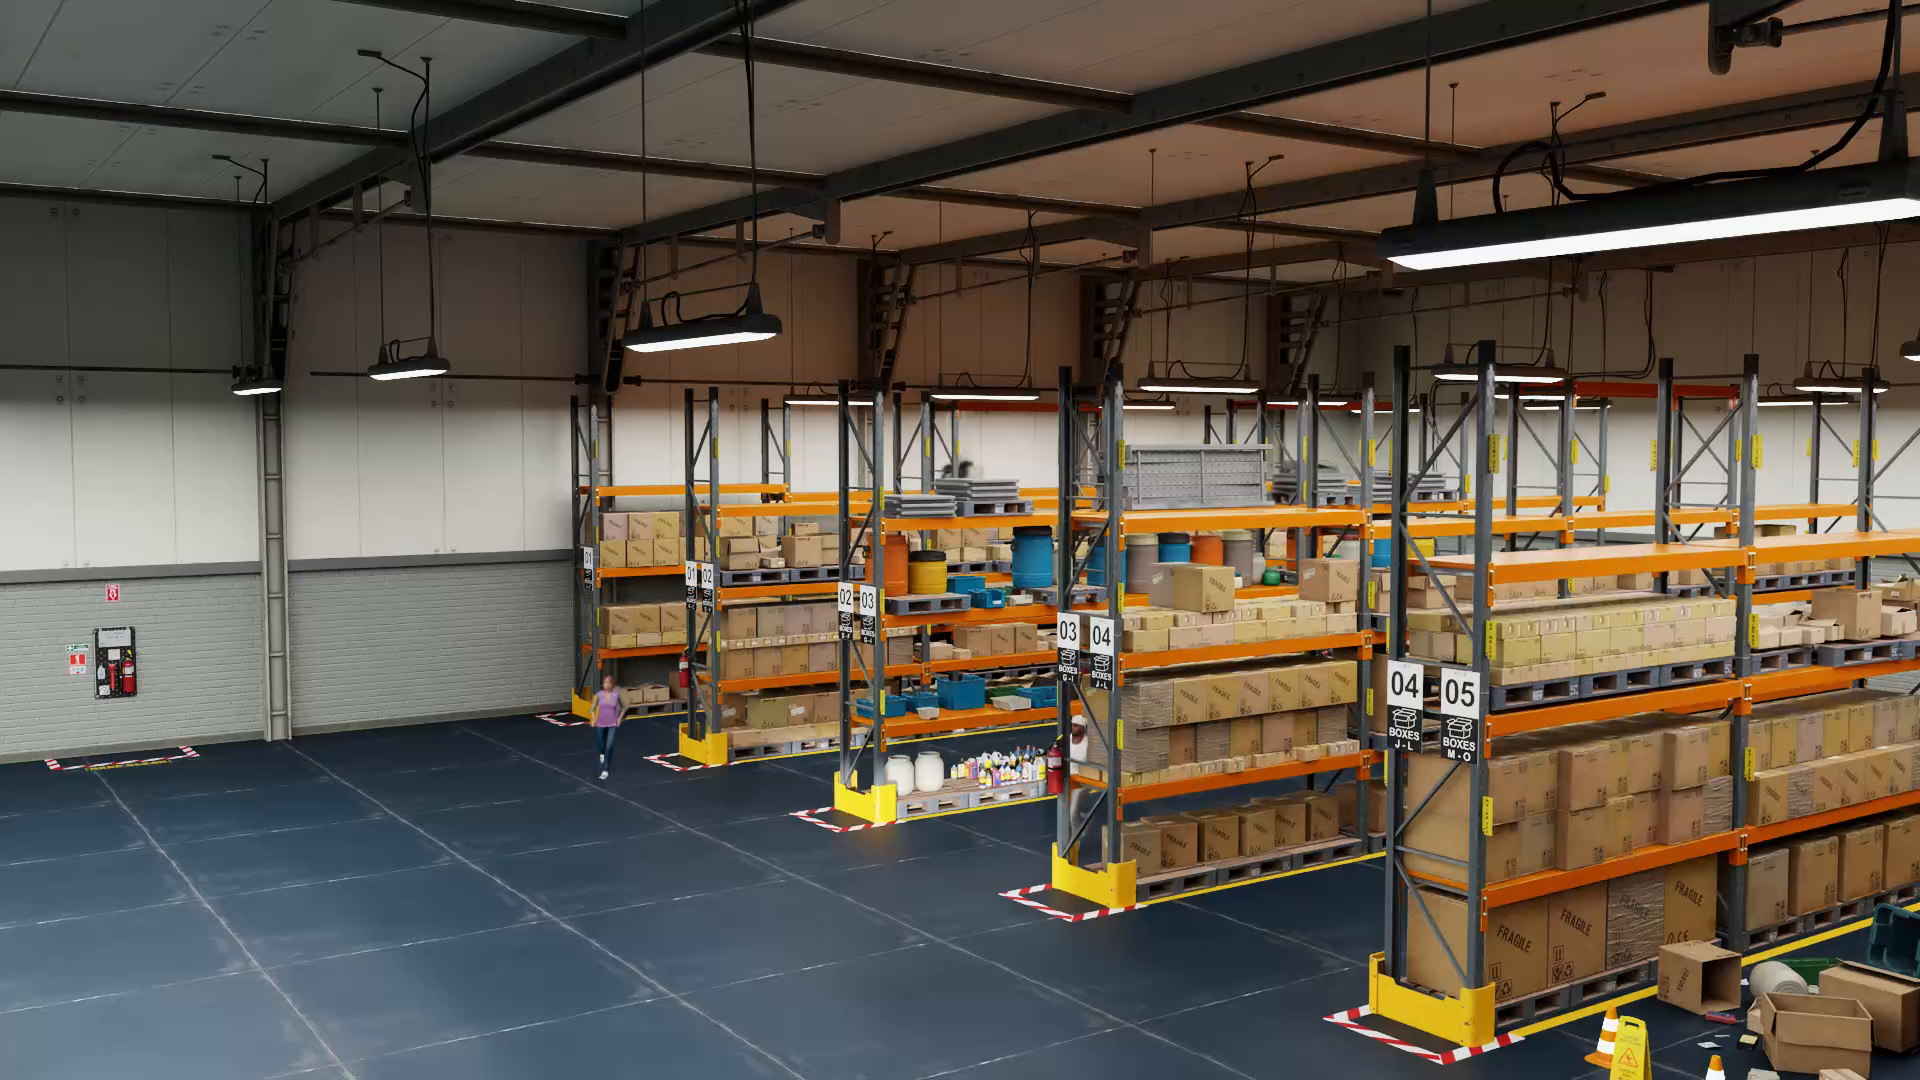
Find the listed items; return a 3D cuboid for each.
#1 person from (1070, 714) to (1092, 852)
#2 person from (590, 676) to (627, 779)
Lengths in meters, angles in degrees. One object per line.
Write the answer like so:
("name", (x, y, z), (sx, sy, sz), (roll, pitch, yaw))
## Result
("person", (1.499, 3.042, 20.884), (0.704, 1.725, 0.668), (3, 4, 40))
("person", (-5.404, 2.865, 25.581), (0.554, 1.548, 0.659), (0, 3, -7))
